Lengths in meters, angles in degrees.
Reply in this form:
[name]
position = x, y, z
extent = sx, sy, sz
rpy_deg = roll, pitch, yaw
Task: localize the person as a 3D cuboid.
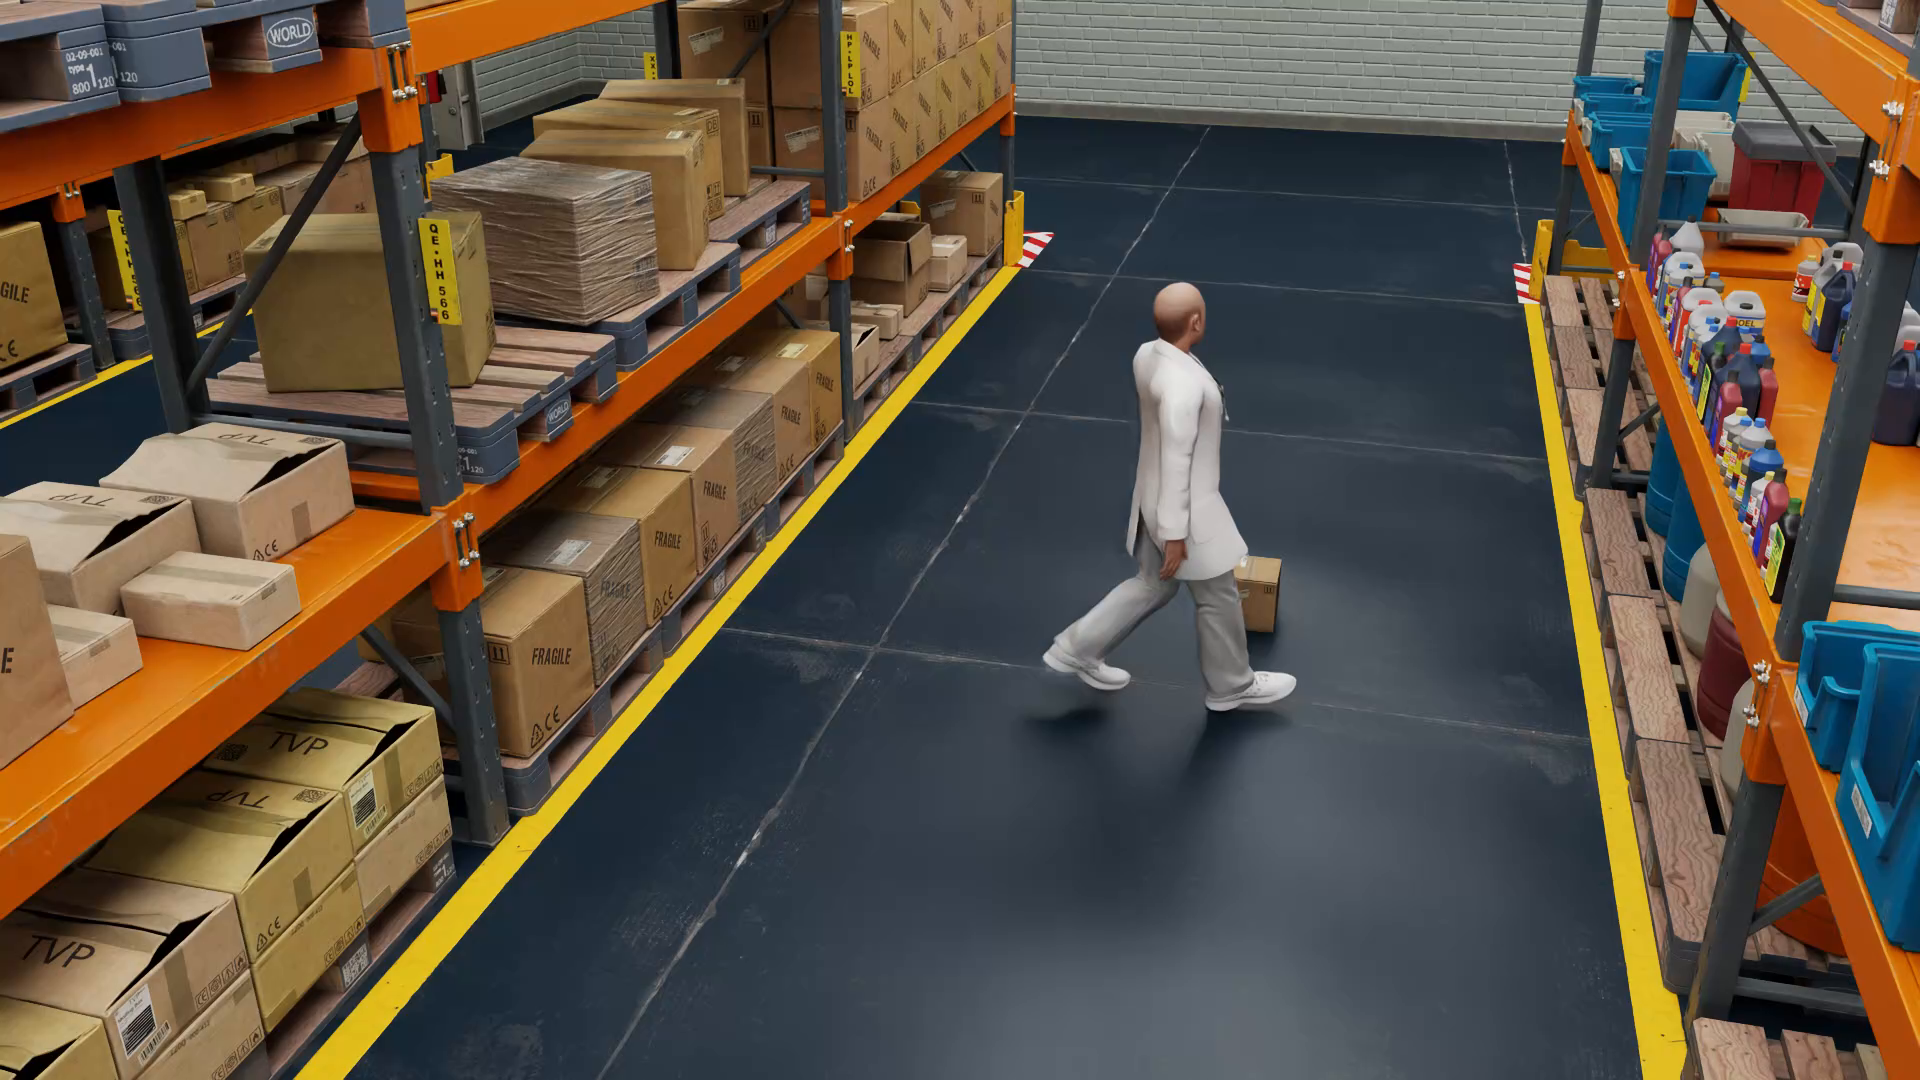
[person]
position = 0.844, -0.134, 6.411
extent = 1.012, 1.756, 0.630
rpy_deg = -3, 25, -7
